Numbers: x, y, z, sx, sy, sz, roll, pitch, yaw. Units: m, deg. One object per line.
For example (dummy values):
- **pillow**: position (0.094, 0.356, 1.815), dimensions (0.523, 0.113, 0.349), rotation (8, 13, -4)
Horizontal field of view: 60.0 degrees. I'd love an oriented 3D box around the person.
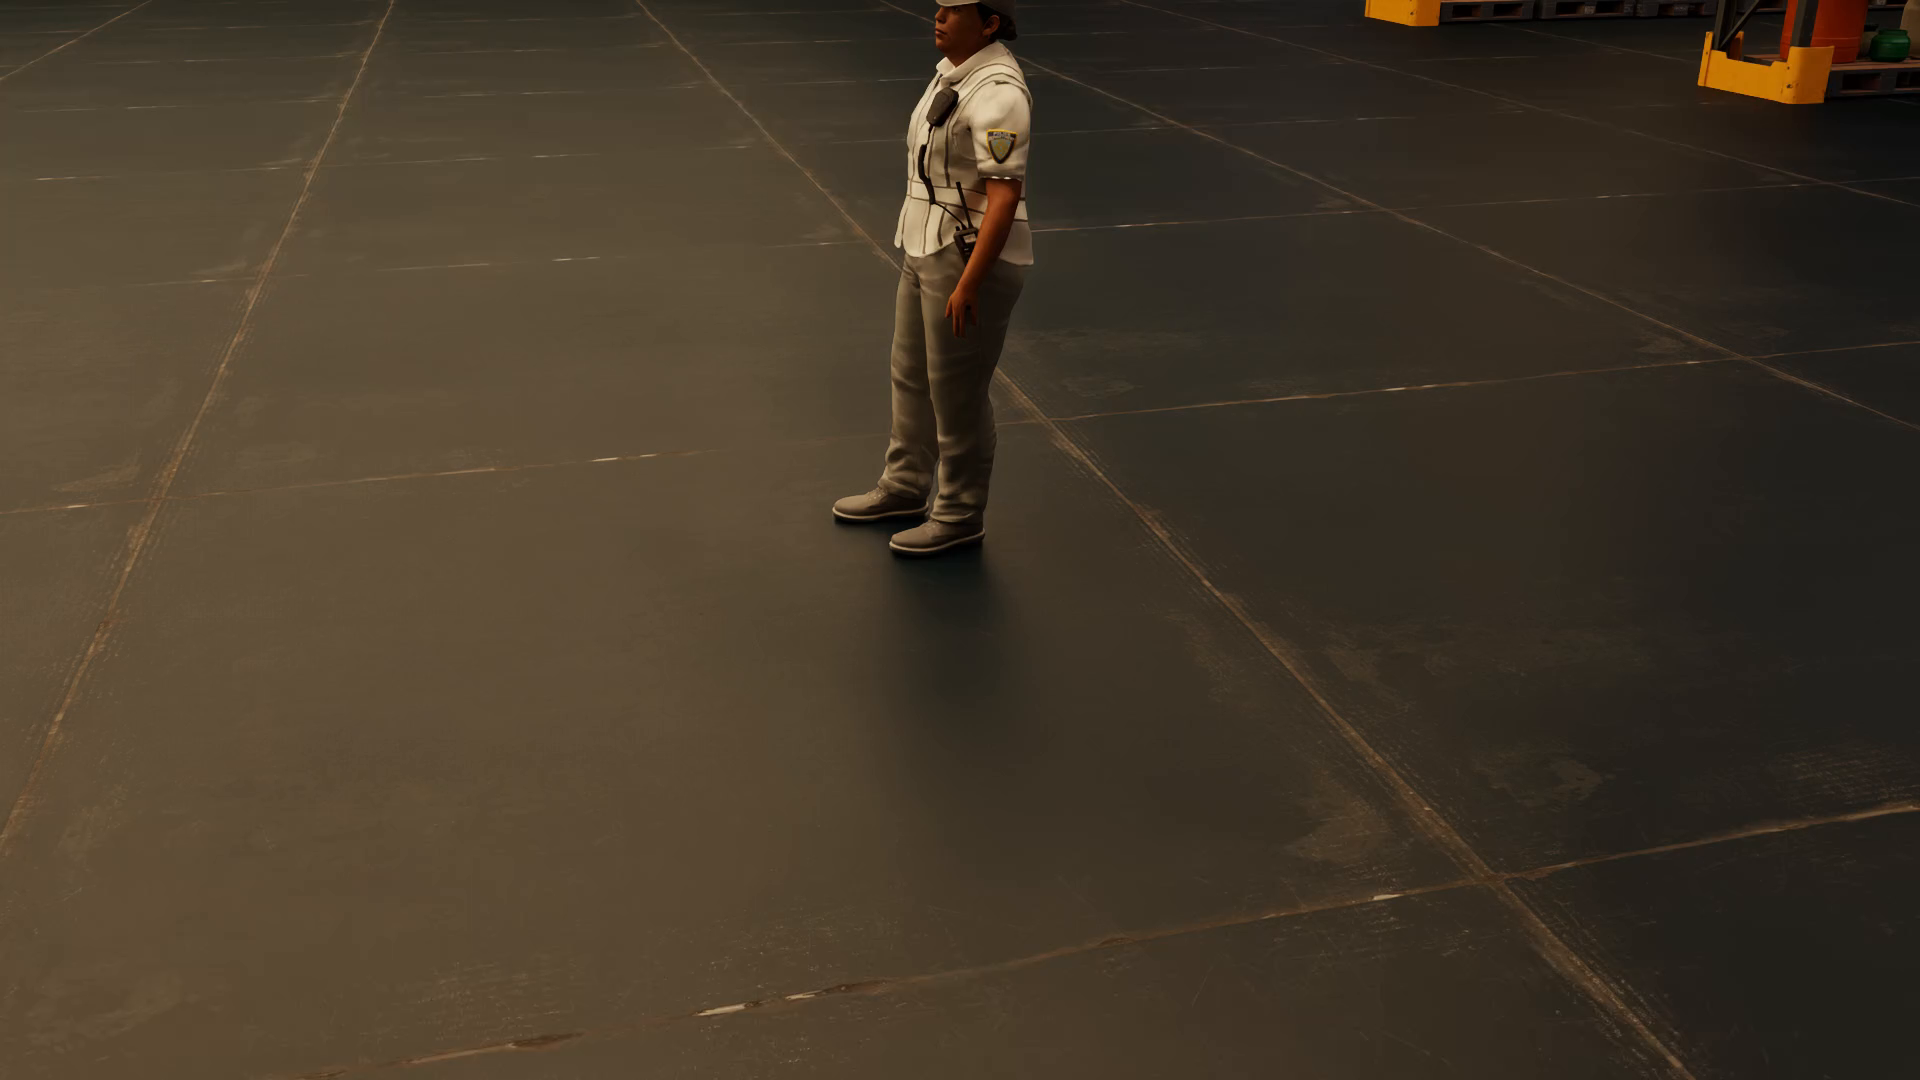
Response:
- **person**: position (-0.080, -0.770, 4.728), dimensions (0.529, 1.660, 0.598), rotation (-6, 24, -14)
